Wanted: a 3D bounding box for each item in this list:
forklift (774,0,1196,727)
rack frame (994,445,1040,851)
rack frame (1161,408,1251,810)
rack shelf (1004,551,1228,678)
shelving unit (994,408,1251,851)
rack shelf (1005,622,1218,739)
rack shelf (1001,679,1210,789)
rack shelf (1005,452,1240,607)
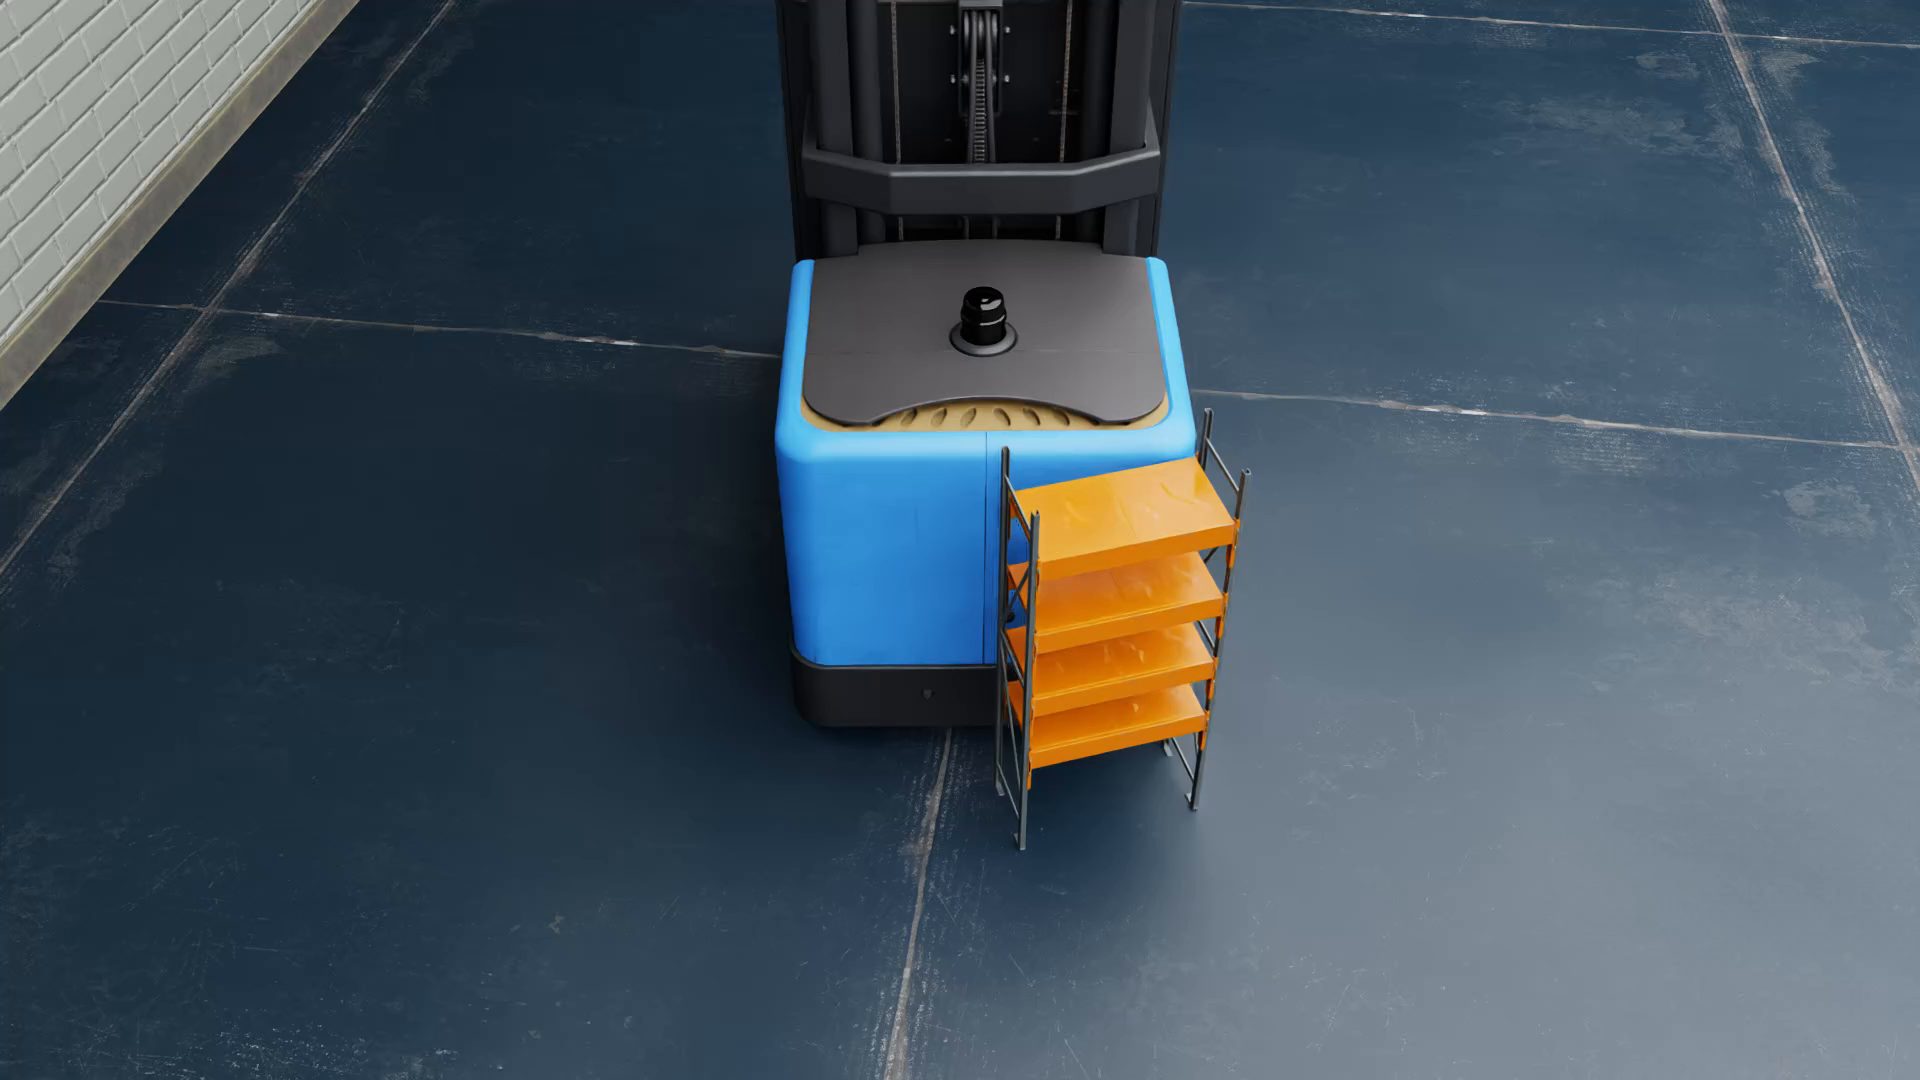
[{"bbox_3d":[0.046,-1.539,4.743,1.130,2.935,3.031,0,43,0],"label":"forklift"},{"bbox_3d":[0.132,0.304,4.056,0.015,1.200,0.240,-11,45,-11],"label":"rack frame"},{"bbox_3d":[0.602,0.212,4.153,0.015,1.200,0.240,-11,45,-11],"label":"rack frame"},{"bbox_3d":[0.367,0.144,3.997,0.480,0.148,0.258,-11,45,-11],"label":"rack shelf"},{"bbox_3d":[0.367,0.258,4.105,0.503,1.200,0.258,-11,45,-11],"label":"shelving unit"},{"bbox_3d":[0.367,0.307,4.151,0.480,0.148,0.258,-11,45,-11],"label":"rack shelf"},{"bbox_3d":[0.367,0.451,4.288,0.480,0.148,0.258,-11,45,-11],"label":"rack shelf"},{"bbox_3d":[0.367,-0.027,3.835,0.480,0.148,0.258,-11,45,-11],"label":"rack shelf"}]
